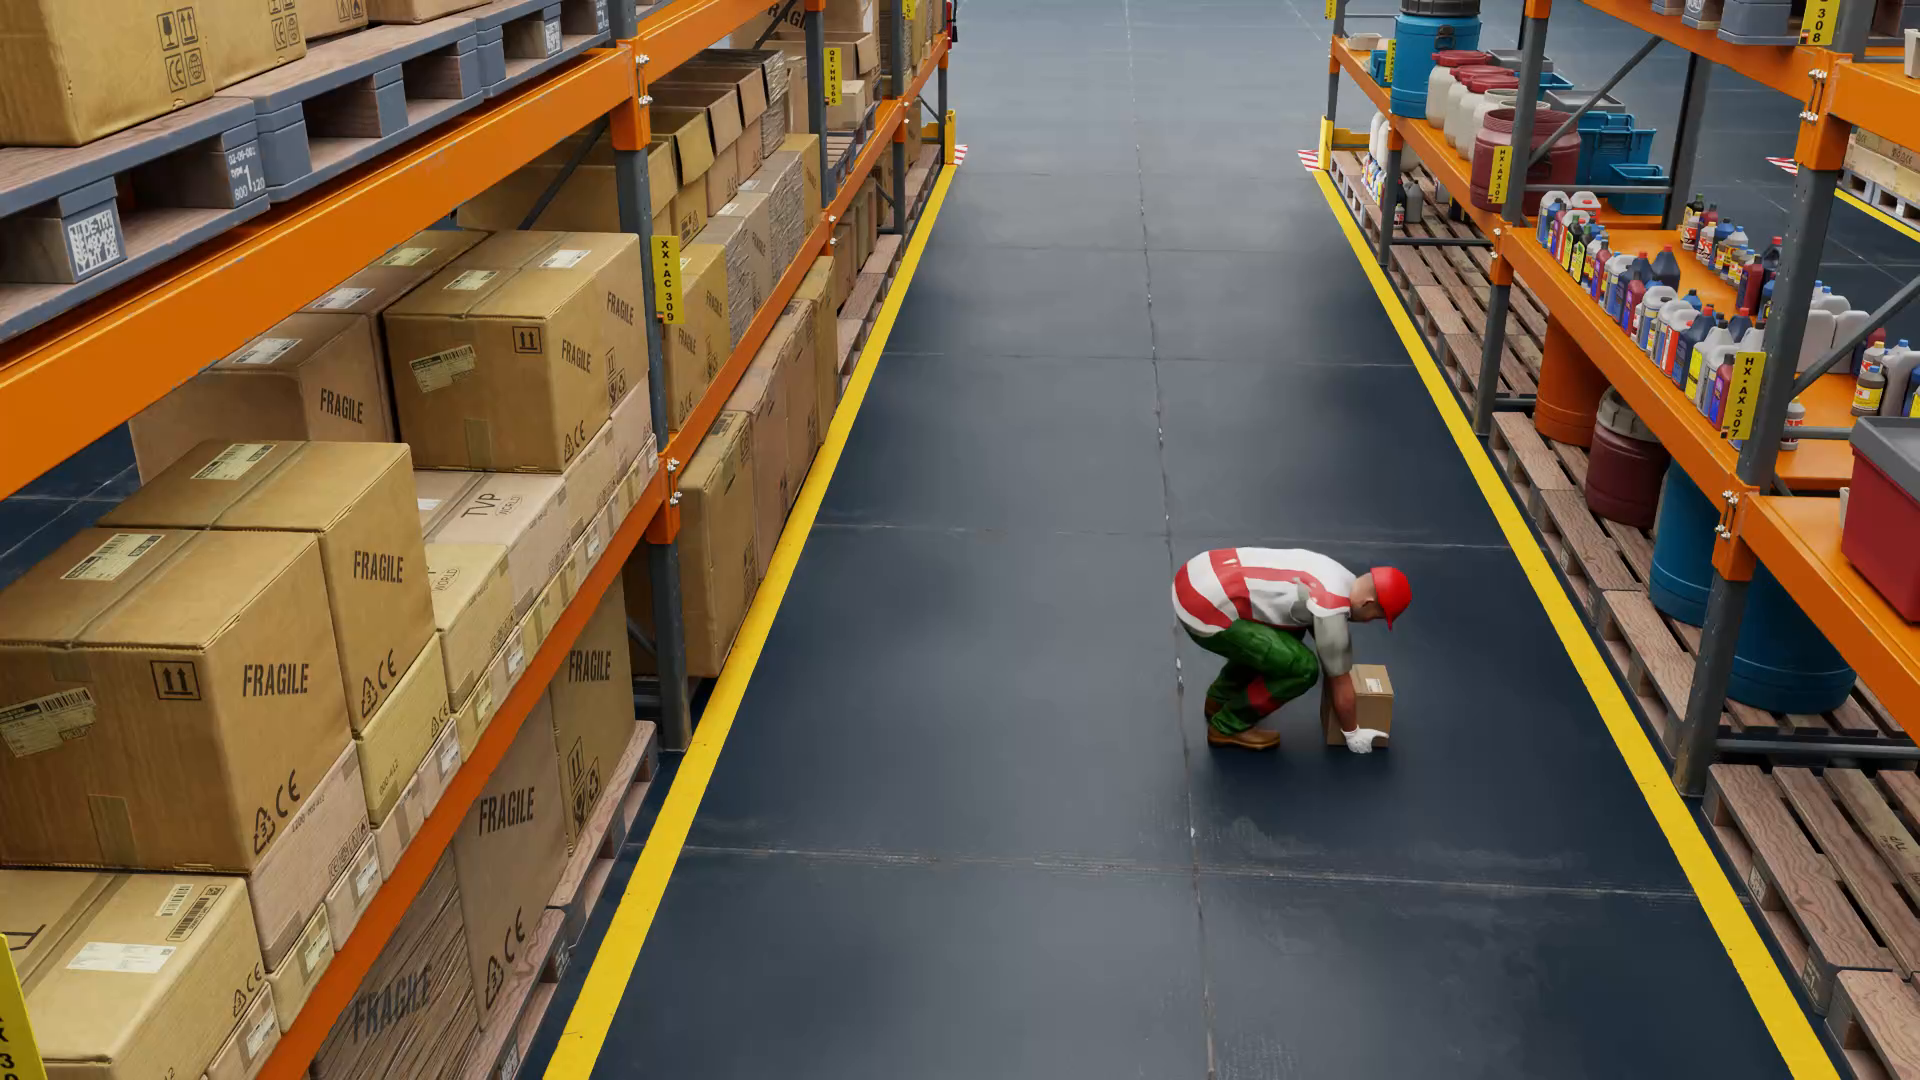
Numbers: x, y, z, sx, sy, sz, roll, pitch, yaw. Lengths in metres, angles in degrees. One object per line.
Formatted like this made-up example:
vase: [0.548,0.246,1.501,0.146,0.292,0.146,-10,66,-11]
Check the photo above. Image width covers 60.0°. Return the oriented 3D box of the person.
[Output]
person: [1.343,0.437,6.832,0.966,0.831,0.527,1,24,3]
